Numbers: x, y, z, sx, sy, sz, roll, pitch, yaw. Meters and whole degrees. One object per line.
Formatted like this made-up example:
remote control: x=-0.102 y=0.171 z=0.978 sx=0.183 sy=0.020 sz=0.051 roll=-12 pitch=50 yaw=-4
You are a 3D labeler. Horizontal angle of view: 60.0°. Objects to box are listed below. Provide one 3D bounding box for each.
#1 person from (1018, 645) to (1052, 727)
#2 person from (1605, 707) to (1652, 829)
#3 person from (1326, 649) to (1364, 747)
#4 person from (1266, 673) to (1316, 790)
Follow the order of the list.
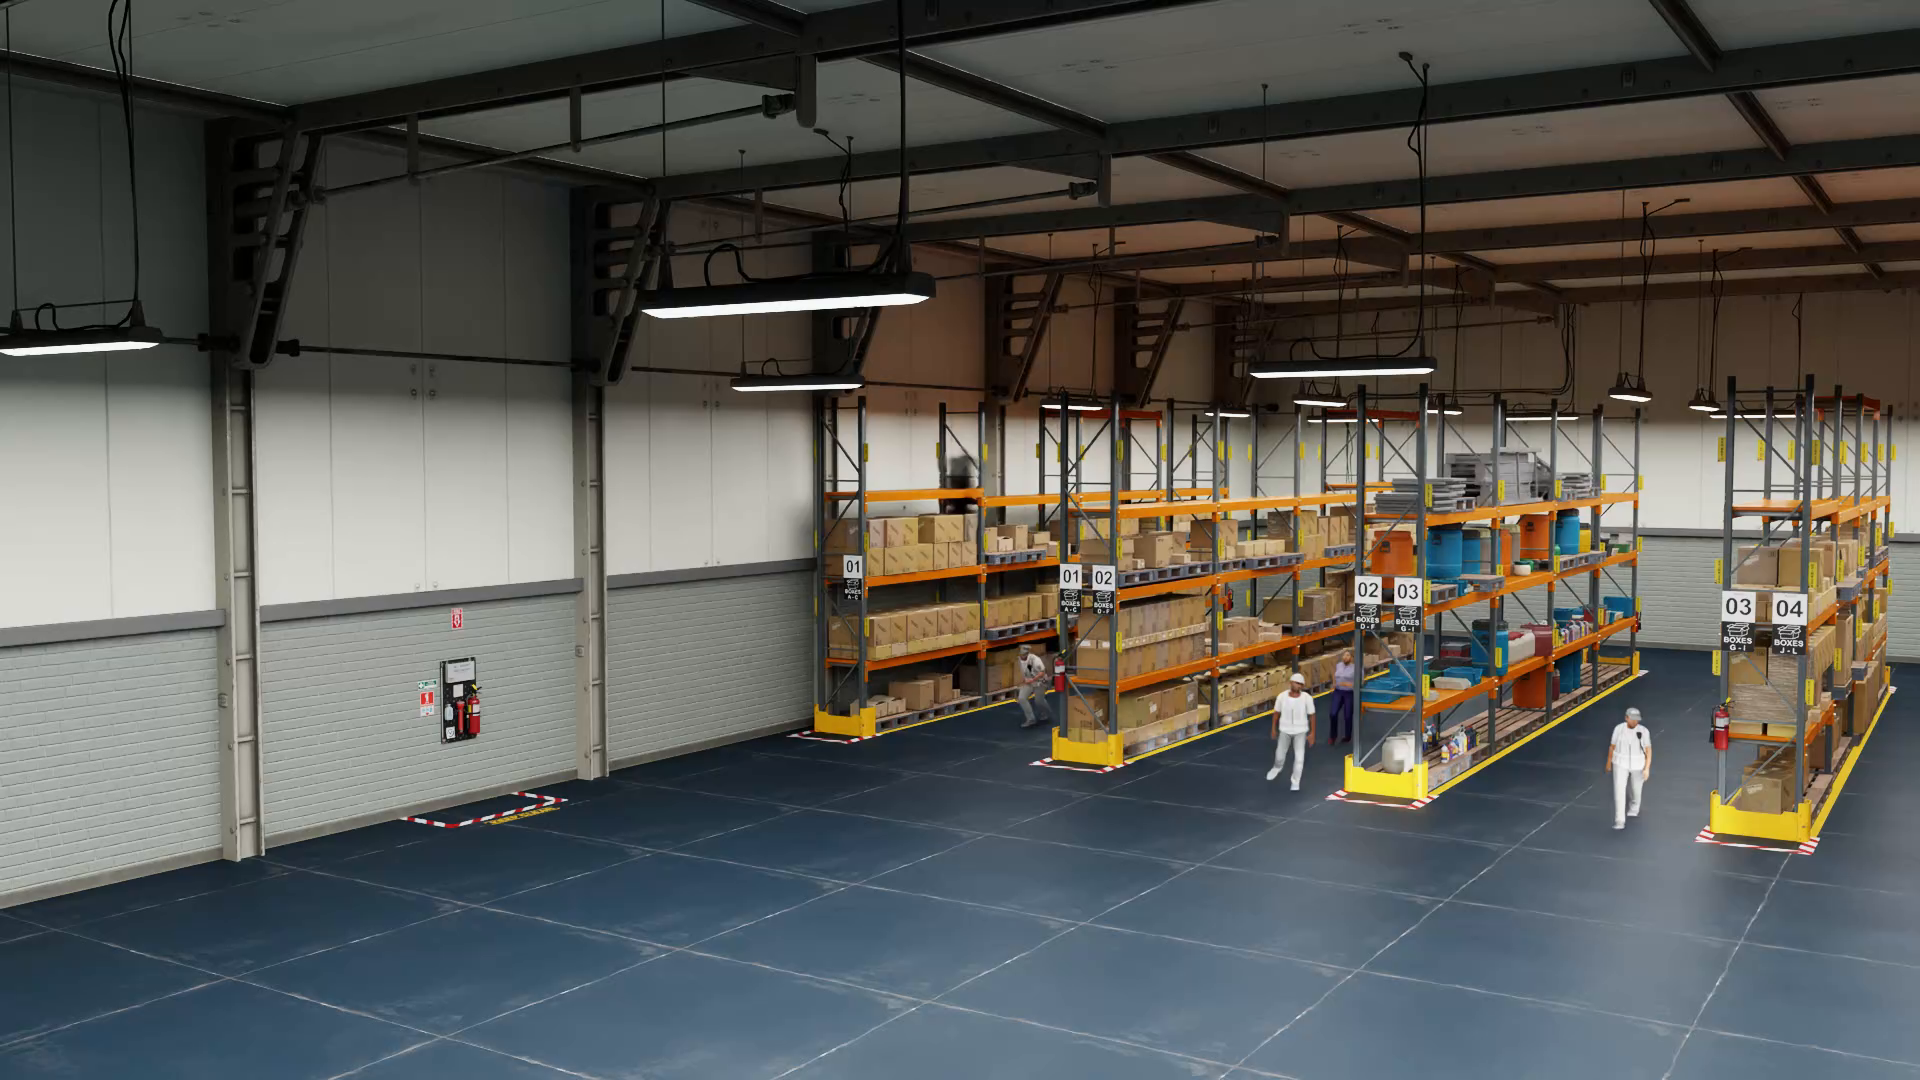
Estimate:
person: x=1.412 y=2.651 z=30.586 sx=0.648 sy=1.548 sz=1.162 roll=2 pitch=4 yaw=35
person: x=8.959 y=3.025 z=22.278 sx=0.556 sy=1.595 sz=1.066 roll=1 pitch=3 yaw=17
person: x=6.619 y=2.713 z=28.415 sx=0.605 sy=1.680 sz=0.664 roll=2 pitch=3 yaw=27
person: x=4.905 y=2.822 z=24.666 sx=0.716 sy=1.724 sz=0.601 roll=1 pitch=3 yaw=13
